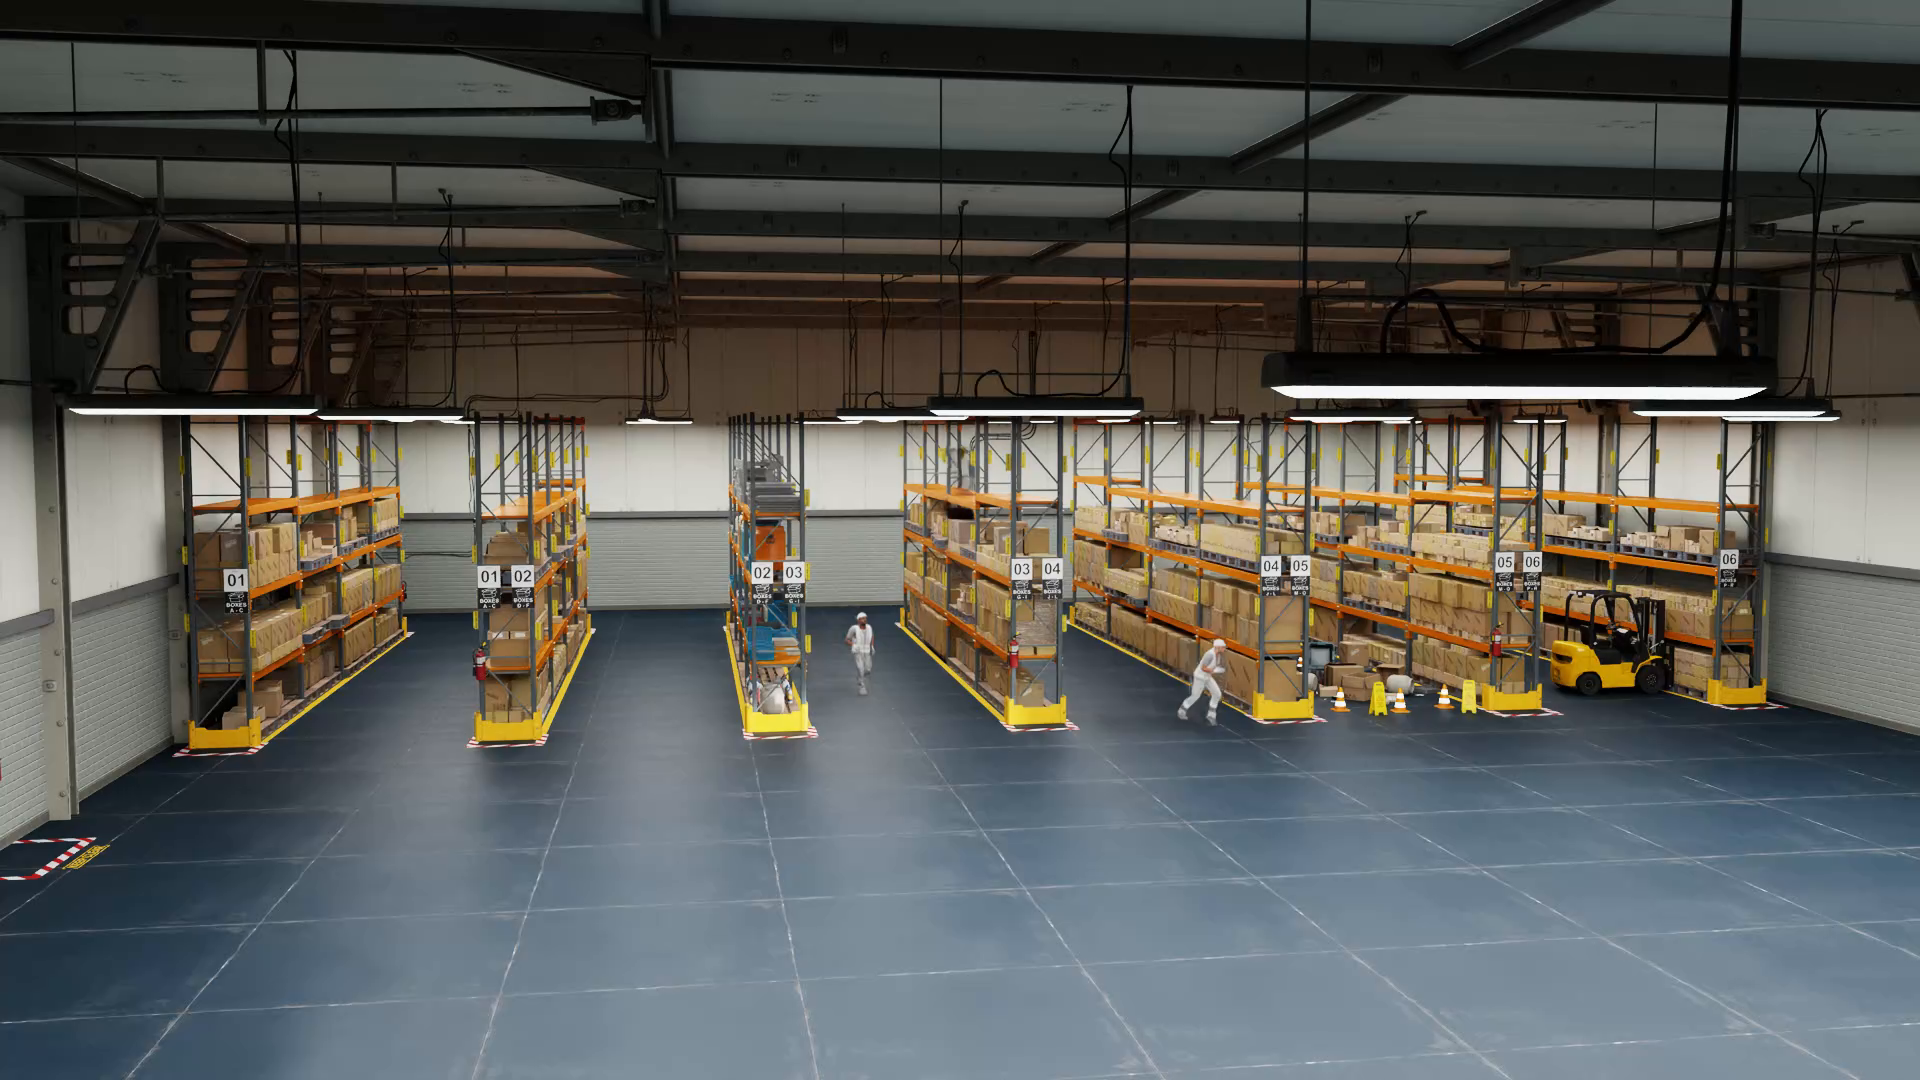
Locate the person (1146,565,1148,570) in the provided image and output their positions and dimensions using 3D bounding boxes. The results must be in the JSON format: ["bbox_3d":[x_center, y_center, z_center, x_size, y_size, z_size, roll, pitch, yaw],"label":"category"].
[{"bbox_3d":[5.453,1.563,48.462,0.691,1.743,0.678,-2,4,-28],"label":"person"}]

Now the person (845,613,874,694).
[{"bbox_3d":[-2.144,2.426,35.753,0.674,1.748,0.649,-2,4,-30],"label":"person"}]

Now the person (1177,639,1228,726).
[{"bbox_3d":[4.673,2.735,32.011,1.021,1.718,0.707,2,5,32],"label":"person"}]

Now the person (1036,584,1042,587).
[{"bbox_3d":[2.226,1.598,47.932,0.649,1.755,0.629,1,4,15],"label":"person"}]
